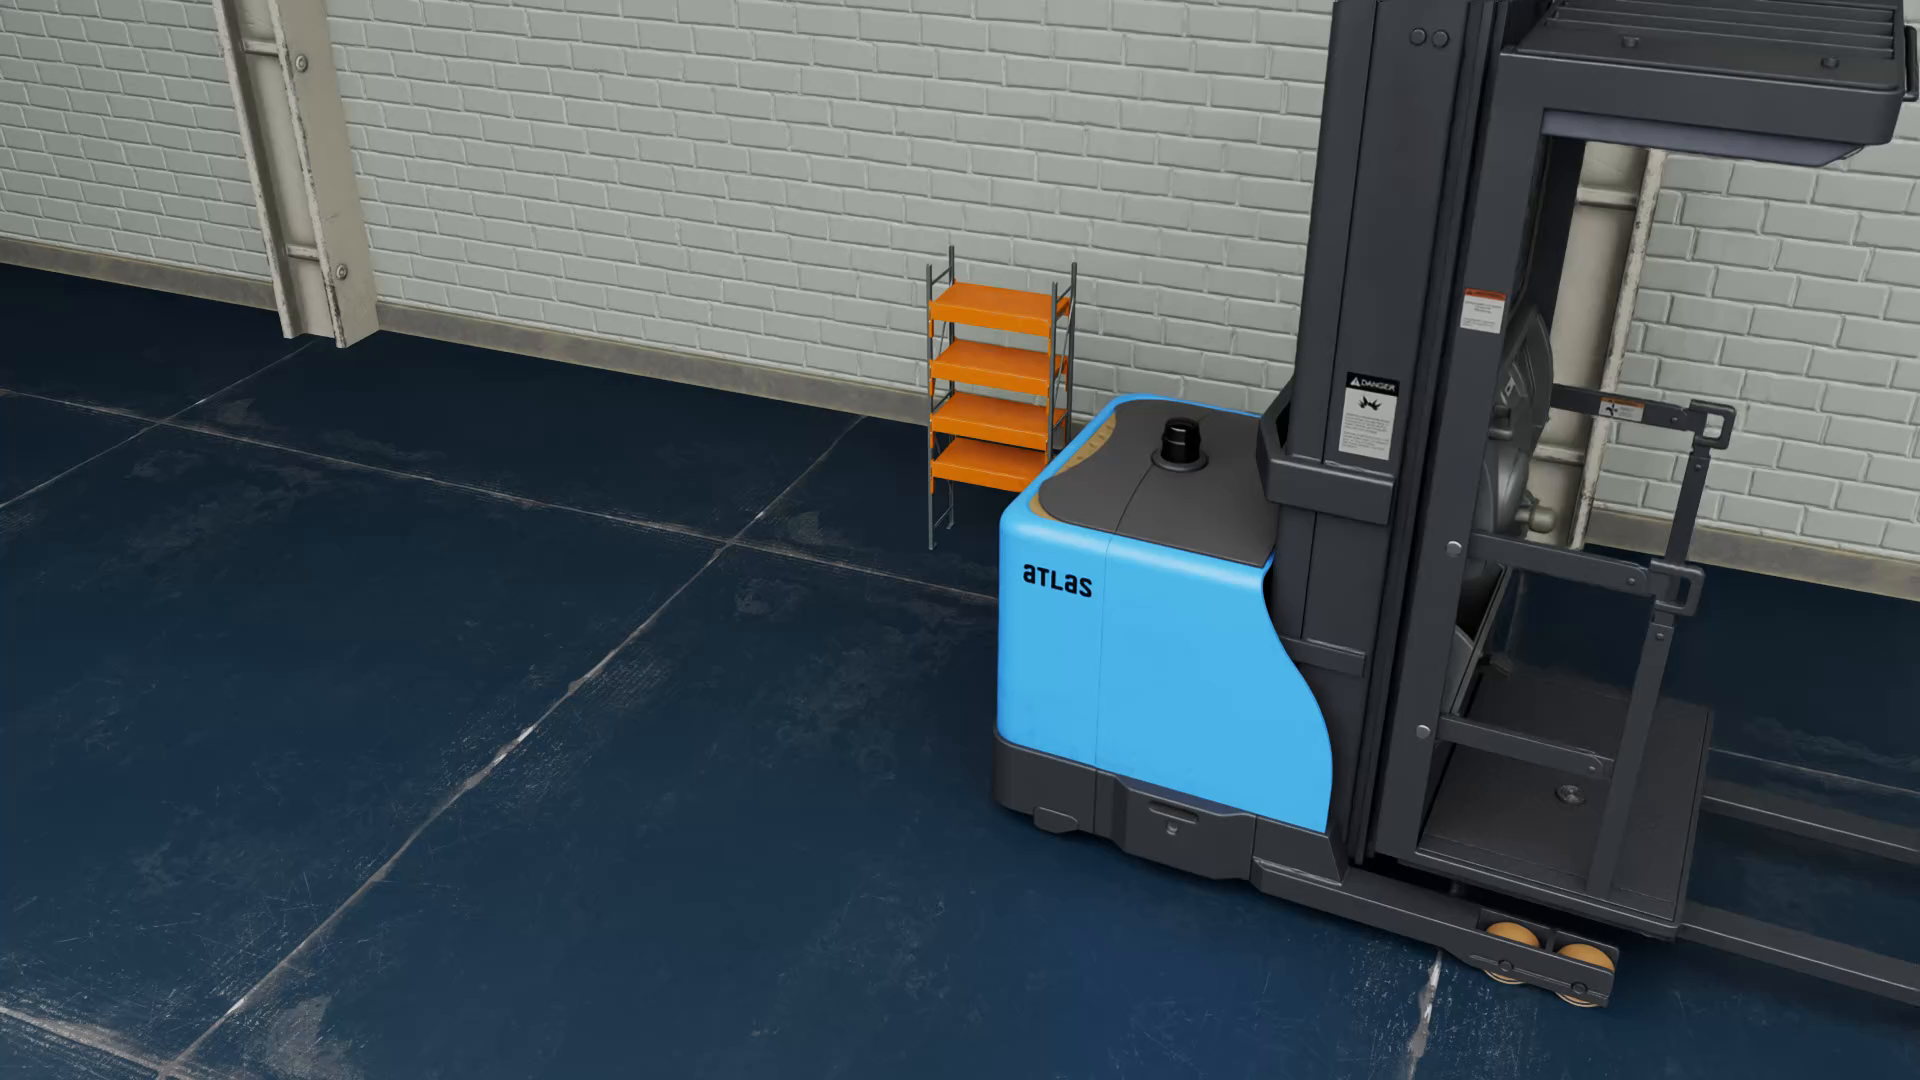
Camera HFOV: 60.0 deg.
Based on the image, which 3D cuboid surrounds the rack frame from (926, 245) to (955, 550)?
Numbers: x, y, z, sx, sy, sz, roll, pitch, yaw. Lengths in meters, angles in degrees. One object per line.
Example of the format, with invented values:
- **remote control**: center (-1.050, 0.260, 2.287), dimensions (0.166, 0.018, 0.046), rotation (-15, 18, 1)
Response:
- **rack frame**: center (-0.073, -0.537, 6.480), dimensions (0.015, 1.200, 0.240), rotation (11, 31, 19)

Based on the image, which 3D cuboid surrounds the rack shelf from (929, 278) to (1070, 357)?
- **rack shelf**: center (0.153, -0.834, 6.207), dimensions (0.480, 0.148, 0.258), rotation (11, 31, 19)

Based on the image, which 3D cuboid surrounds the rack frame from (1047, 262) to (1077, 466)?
- **rack frame**: center (0.379, -0.447, 6.321), dimensions (0.015, 1.200, 0.240), rotation (11, 31, 19)

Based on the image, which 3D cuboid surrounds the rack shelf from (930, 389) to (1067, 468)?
- **rack shelf**: center (0.153, -0.433, 6.434), dimensions (0.480, 0.148, 0.258), rotation (11, 31, 19)

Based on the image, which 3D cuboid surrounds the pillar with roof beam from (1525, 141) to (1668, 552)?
- **pillar with roof beam**: center (0.677, -1.929, 1.018), dimensions (0.400, 9.000, 9.100), rotation (11, 31, 19)

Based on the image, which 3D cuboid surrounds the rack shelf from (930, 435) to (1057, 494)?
- **rack shelf**: center (0.153, -0.260, 6.531), dimensions (0.480, 0.148, 0.258), rotation (11, 31, 19)

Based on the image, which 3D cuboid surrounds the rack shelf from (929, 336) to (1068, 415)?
- **rack shelf**: center (0.153, -0.628, 6.324), dimensions (0.480, 0.148, 0.258), rotation (11, 31, 19)

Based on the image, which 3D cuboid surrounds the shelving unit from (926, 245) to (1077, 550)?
- **shelving unit**: center (0.153, -0.492, 6.401), dimensions (0.503, 1.200, 0.258), rotation (11, 31, 19)

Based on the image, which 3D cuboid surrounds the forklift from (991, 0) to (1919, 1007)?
- **forklift**: center (1.654, -0.310, 4.320), dimensions (3.031, 2.935, 1.130), rotation (14, 32, 22)

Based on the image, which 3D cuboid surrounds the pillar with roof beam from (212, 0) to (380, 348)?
- **pillar with roof beam**: center (-4.883, -3.039, 2.981), dimensions (0.400, 9.000, 9.100), rotation (11, 31, 19)
